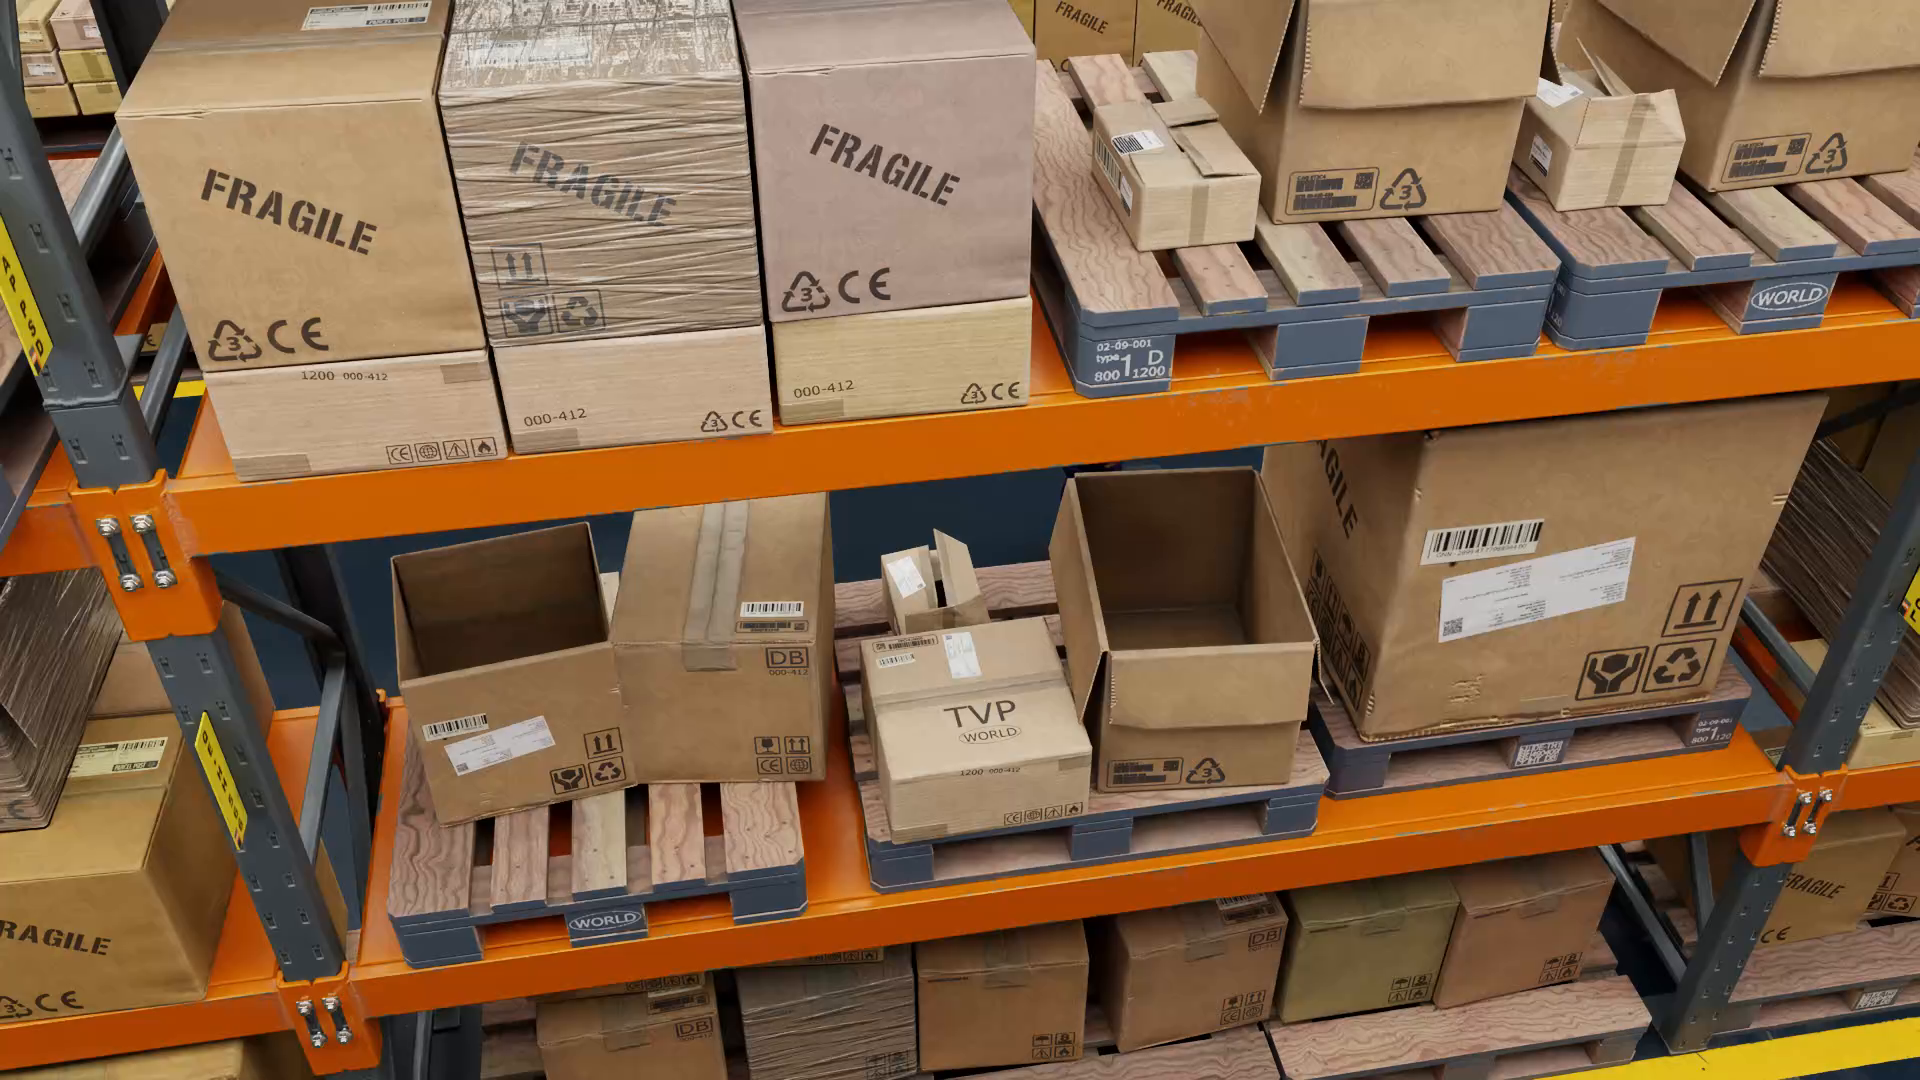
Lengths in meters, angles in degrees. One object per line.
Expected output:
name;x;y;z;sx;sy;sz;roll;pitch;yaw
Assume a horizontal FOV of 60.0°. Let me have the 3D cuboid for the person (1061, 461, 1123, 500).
person;0.546;-0.507;6.788;0.412;1.652;0.539;-6;39;-8
